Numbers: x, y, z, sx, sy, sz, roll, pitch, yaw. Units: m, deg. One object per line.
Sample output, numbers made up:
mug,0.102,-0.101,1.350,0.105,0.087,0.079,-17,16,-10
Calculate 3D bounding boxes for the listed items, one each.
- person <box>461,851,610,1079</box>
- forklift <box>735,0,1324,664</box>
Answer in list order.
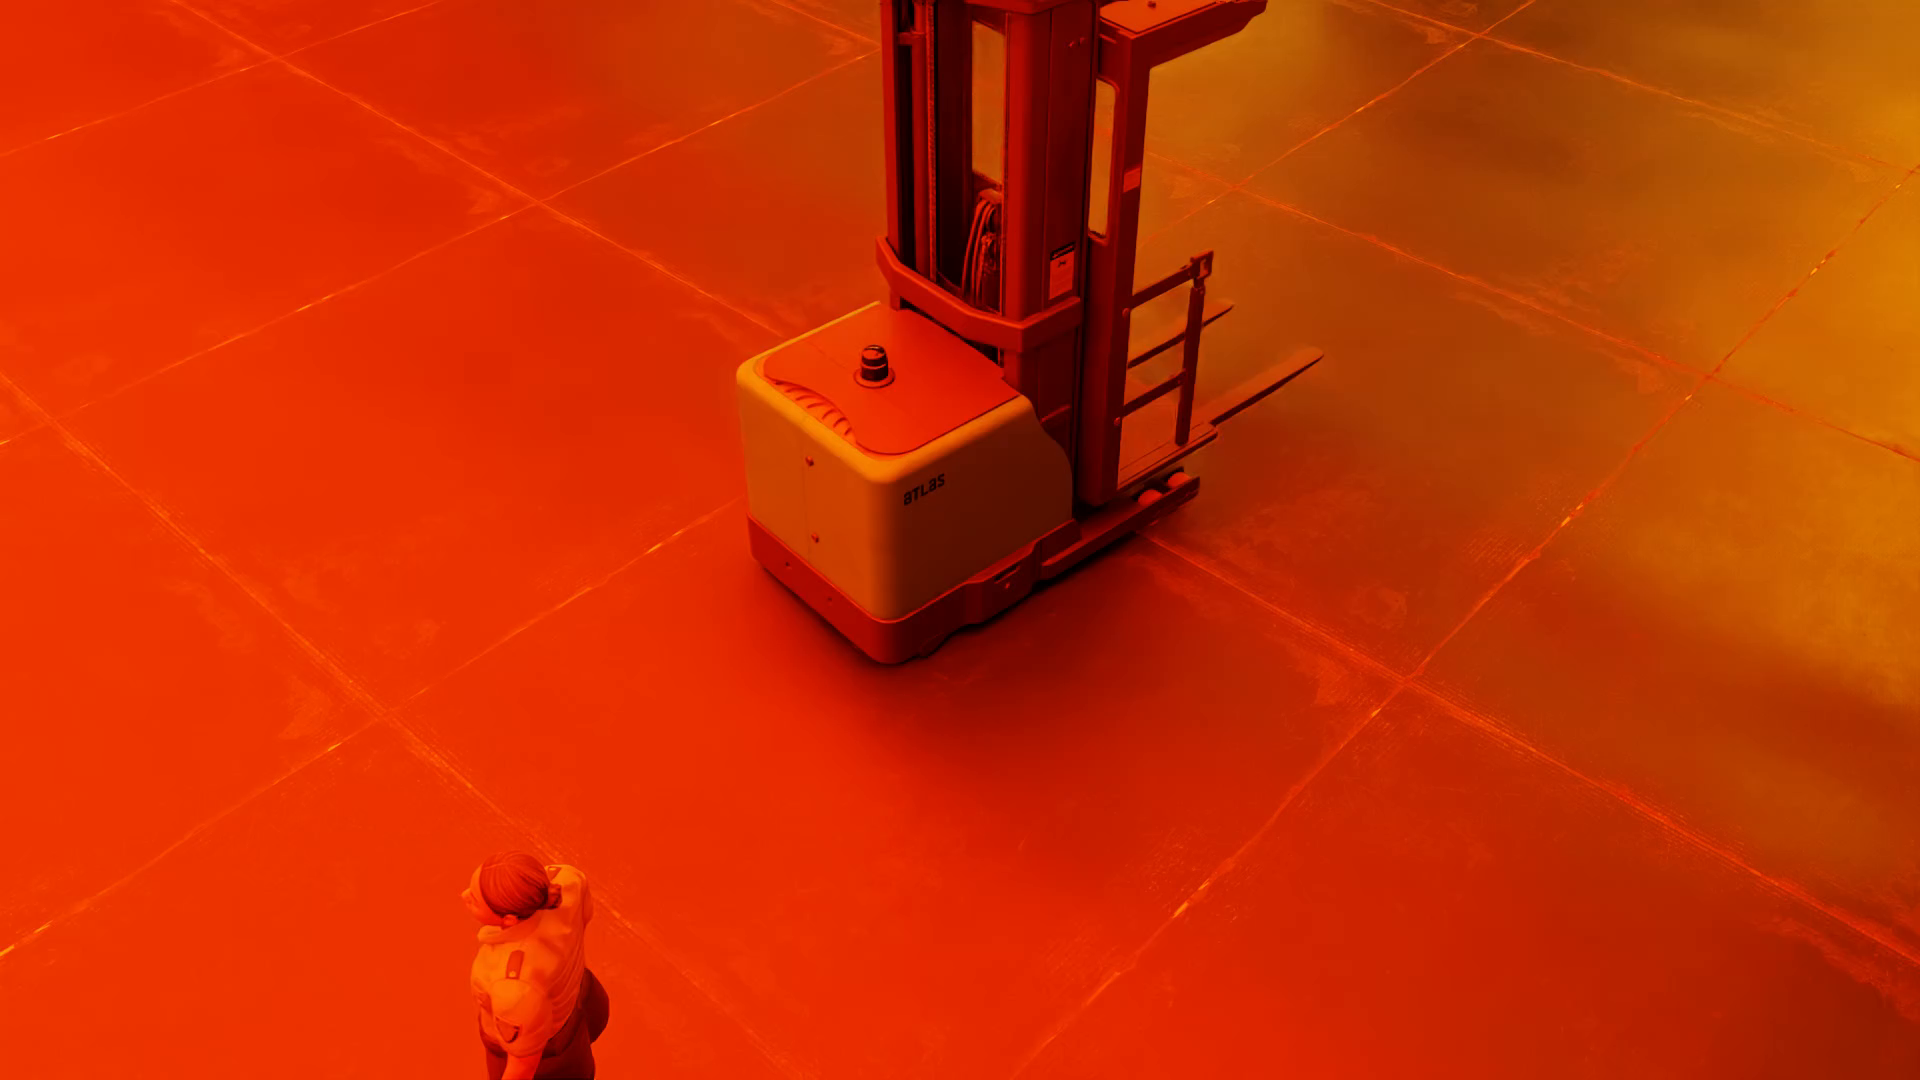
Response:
person,-1.270,1.397,4.777,0.491,1.652,0.598,4,41,5
forklift,0.494,-1.414,7.077,3.031,2.935,1.130,-30,49,-30
